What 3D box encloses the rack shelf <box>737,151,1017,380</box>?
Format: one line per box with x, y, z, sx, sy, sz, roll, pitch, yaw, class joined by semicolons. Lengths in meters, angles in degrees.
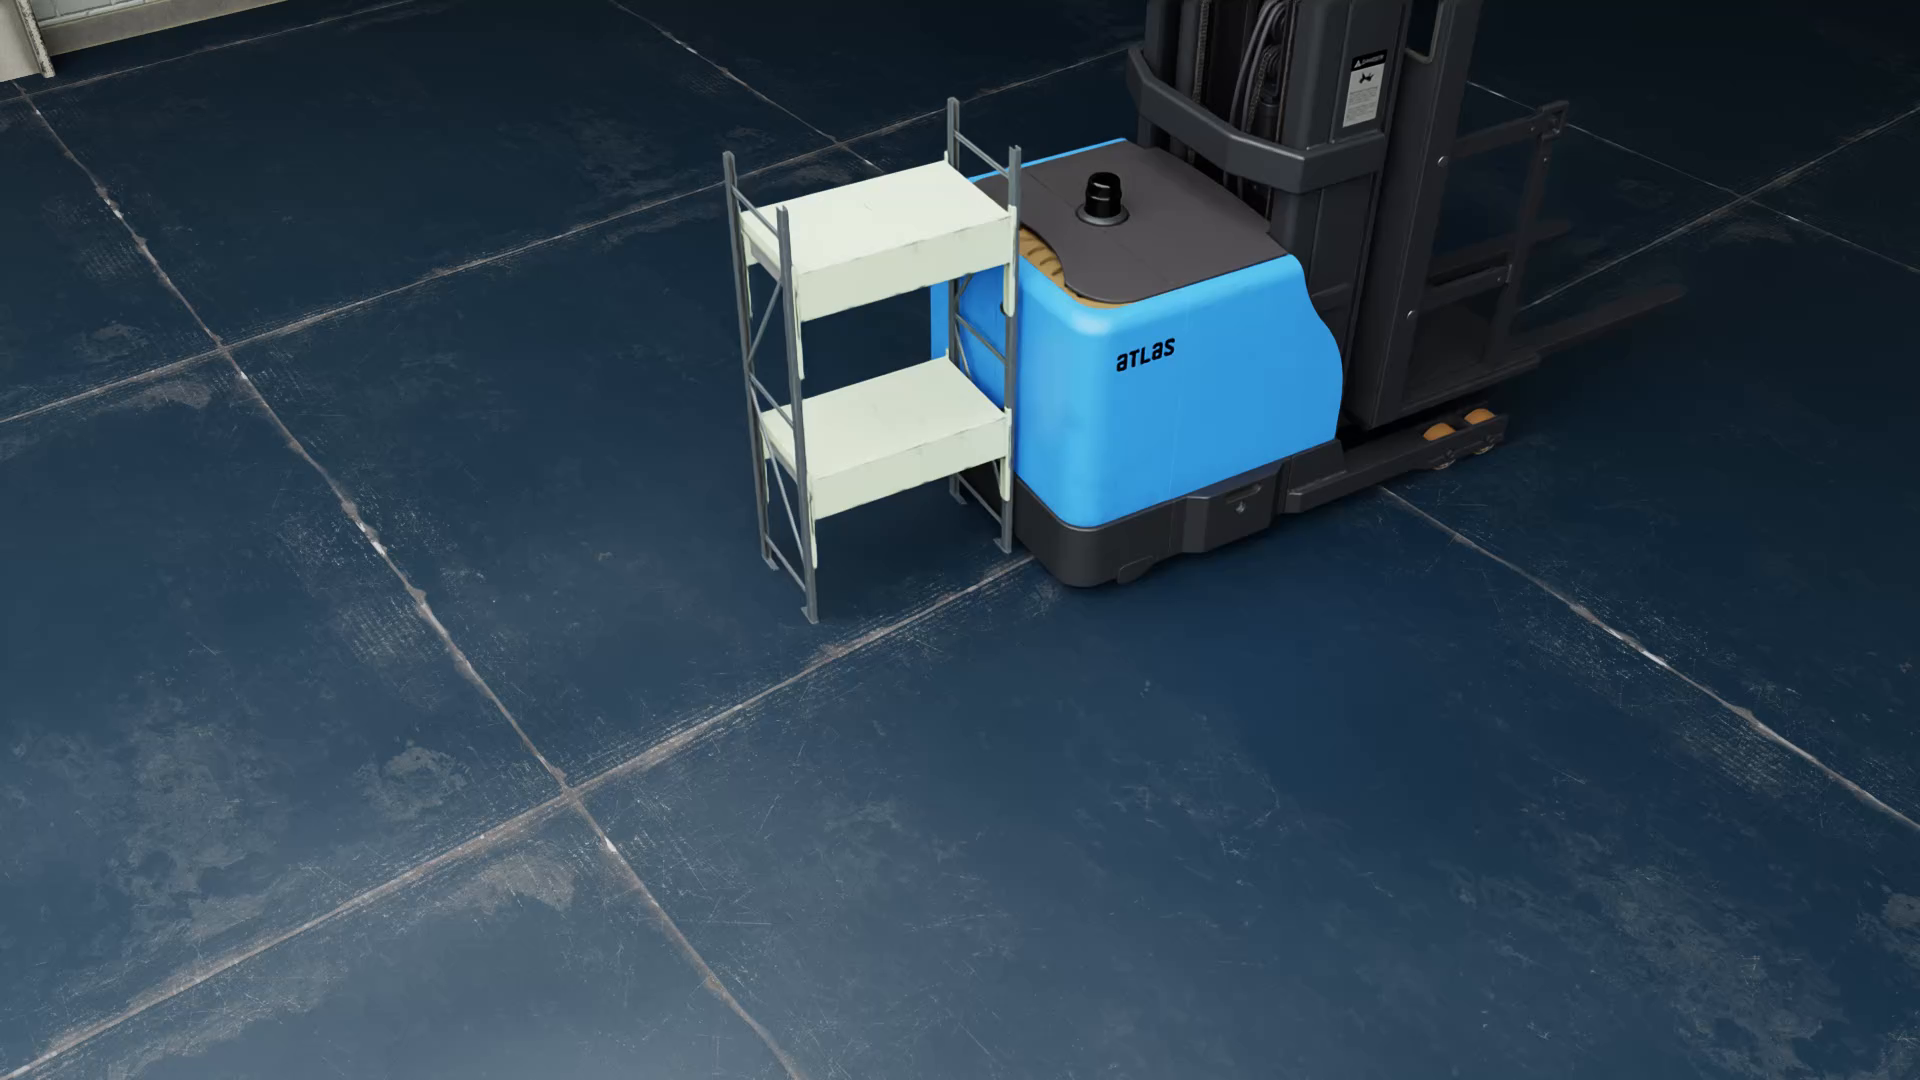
-0.250;-0.831;4.965;0.720;0.370;0.431;-20;43;-22;rack shelf

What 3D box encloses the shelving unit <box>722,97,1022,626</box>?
-0.250;-0.529;5.212;0.755;1.500;0.431;-20;43;-22;shelving unit

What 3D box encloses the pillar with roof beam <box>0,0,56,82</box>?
-2.366;-3.752;3.229;0.400;9.000;9.100;-26;46;-28;pillar with roof beam

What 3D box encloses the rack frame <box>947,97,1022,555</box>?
0.069;-0.643;5.351;0.023;1.500;0.400;-20;43;-22;rack frame

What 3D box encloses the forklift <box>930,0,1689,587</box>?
1.421;-1.662;5.465;3.031;2.935;1.130;-20;43;-22;forklift

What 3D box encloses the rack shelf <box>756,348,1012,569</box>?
-0.250;-0.277;5.419;0.720;0.370;0.431;-20;43;-22;rack shelf

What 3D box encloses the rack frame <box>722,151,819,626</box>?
-0.569;-0.415;5.073;0.023;1.500;0.400;-20;43;-22;rack frame
